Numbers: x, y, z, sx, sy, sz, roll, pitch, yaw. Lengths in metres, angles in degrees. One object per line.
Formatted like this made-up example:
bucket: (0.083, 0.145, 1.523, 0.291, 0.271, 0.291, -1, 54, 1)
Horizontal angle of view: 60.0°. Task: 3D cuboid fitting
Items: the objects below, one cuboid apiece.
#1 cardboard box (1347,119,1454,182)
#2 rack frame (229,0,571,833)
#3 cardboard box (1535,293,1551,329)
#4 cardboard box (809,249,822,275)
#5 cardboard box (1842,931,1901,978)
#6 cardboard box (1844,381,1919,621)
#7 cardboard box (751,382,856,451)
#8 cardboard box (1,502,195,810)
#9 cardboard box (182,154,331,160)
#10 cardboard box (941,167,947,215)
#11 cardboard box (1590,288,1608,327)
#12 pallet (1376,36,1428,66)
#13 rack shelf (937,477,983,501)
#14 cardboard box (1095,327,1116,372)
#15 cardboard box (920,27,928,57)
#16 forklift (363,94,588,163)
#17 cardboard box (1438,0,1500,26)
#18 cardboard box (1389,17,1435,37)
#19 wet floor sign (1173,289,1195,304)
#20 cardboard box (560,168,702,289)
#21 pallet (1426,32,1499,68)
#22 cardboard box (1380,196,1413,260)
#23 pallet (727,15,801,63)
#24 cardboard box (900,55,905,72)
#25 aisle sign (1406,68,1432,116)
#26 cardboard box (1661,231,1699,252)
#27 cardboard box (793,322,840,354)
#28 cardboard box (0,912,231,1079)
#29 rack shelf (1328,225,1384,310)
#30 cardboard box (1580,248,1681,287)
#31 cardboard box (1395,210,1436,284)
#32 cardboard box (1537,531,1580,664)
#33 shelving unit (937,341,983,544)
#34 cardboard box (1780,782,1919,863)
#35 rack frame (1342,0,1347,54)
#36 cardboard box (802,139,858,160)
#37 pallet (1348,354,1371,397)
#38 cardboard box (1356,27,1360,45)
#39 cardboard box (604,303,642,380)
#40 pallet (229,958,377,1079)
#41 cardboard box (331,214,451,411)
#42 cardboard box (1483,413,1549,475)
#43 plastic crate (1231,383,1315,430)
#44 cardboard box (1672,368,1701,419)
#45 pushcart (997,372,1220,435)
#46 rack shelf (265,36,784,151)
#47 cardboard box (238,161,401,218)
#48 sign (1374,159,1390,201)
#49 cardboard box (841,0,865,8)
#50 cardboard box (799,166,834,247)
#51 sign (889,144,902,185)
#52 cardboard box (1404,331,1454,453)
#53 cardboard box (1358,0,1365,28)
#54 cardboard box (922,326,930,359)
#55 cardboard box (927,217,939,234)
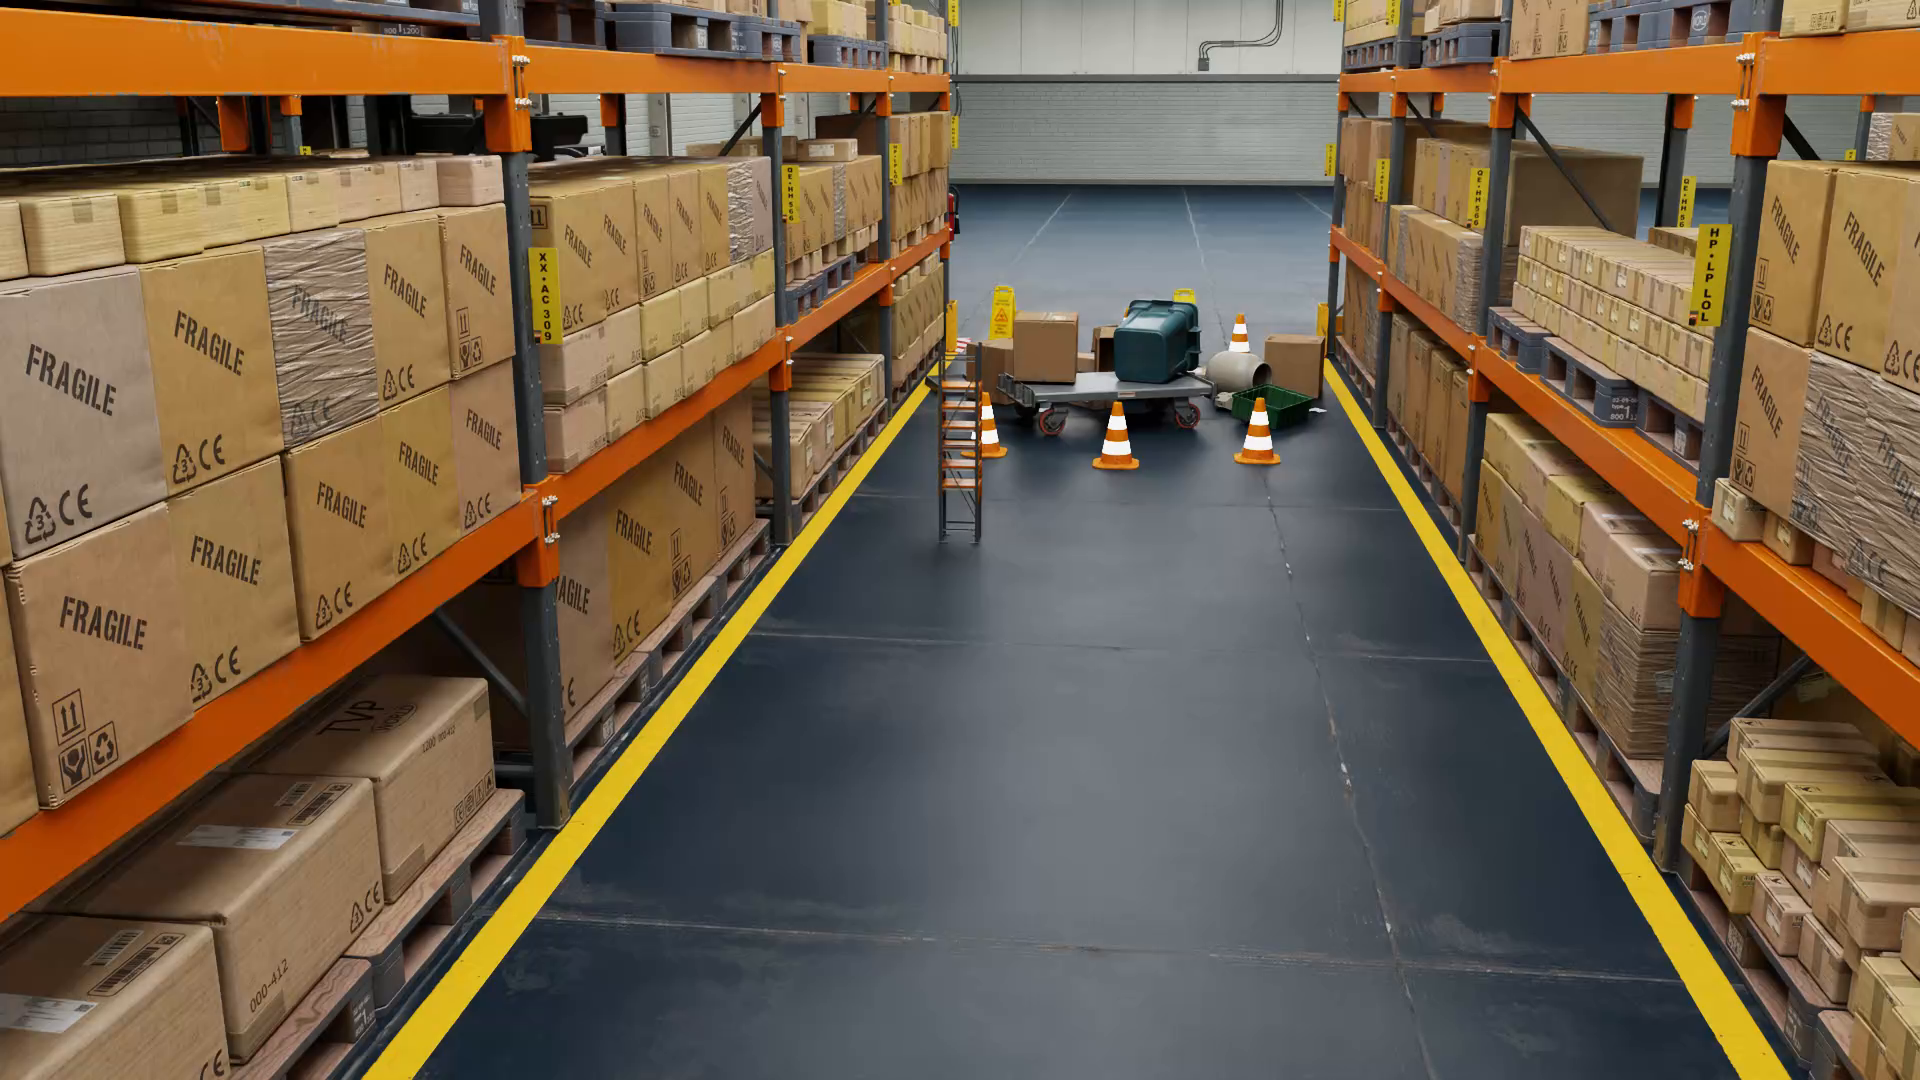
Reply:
cardboard box: (4.065, -3.599, 15.370, 0.875, 0.550, 0.550, 2, 15, 6)
rack frame: (-1.970, -0.395, 5.875, 1.000, 3.000, 0.127, 2, 15, 6)
cardboard box: (3.100, -1.144, 8.324, 0.380, 0.149, 0.250, 2, 15, 9)
cardboard box: (-1.104, -1.805, 10.768, 0.380, 0.149, 0.250, 2, 15, 7)
cardboard box: (2.582, 1.113, 4.388, 0.380, 0.149, 0.250, 2, 15, 9)
cardboard box: (2.512, -0.088, 3.979, 0.500, 0.500, 0.500, 1, 15, 5)
cardboard box: (-1.279, -0.901, 11.976, 0.950, 0.372, 0.625, 2, 15, 8)
cardboard box: (-1.977, 0.215, 3.428, 0.500, 0.500, 0.500, 2, 15, 6)
cardboard box: (-2.264, -1.164, 5.372, 0.380, 0.149, 0.250, 1, 15, 5)
cardboard box: (-0.404, -3.550, 16.782, 0.500, 0.500, 0.500, 1, 15, 5)
cardboard box: (2.987, -1.014, 7.272, 0.380, 0.149, 0.250, 2, 15, 8)
pallet: (3.965, -3.967, 13.510, 1.003, 0.211, 1.213, 2, 15, 6)
rack shelf: (0.002, -0.308, 10.094, 0.258, 0.103, 0.180, 2, 15, 6)
cardboard box: (1.604, -1.594, 14.835, 0.797, 0.637, 0.503, 2, 15, 6)
cardboard box: (-0.572, -4.489, 14.989, 0.500, 0.250, 0.500, 2, 15, 7)
forklift: (-3.001, -1.657, 10.676, 1.130, 2.935, 3.031, 2, 15, 7)
cardboard box: (3.329, -3.519, 10.495, 0.500, 0.500, 0.500, 2, 15, 6)
cardboard box: (3.586, -4.032, 13.064, 0.380, 0.149, 0.250, 2, 15, 6)
wet floor sign: (2.350, -2.317, 17.493, 0.267, 0.644, 0.232, -1, 15, -3)
cardboard box: (-1.494, -1.428, 7.590, 0.500, 0.500, 0.500, 1, 15, 5)
pallet: (3.554, -3.128, 10.599, 1.003, 0.211, 1.213, 2, 15, 9)
cardboard box: (3.892, -2.518, 13.442, 0.875, 0.550, 0.550, 2, 15, 6)
pallet: (-1.539, -2.620, 8.721, 1.213, 0.211, 1.003, 2, 15, 9)
cardboard box: (-0.676, -4.136, 14.447, 0.380, 0.149, 0.250, 1, 15, 5)
aisle sign: (4.620, -4.652, 16.639, 0.394, 0.787, 0.004, 2, 15, 6)
cardboard box: (3.781, -1.475, 8.409, 0.380, 0.149, 0.250, 2, 15, 6)
cardboard box: (-1.267, -1.868, 14.351, 0.500, 0.500, 0.500, 1, 15, 5)
cardboard box: (-2.351, 1.265, 3.840, 0.875, 0.438, 0.875, 2, 15, 8)
rack shelf: (4.088, -2.521, 15.118, 1.077, 0.370, 4.000, 2, 15, 6)
cardboard box: (3.020, -1.226, 7.487, 0.380, 0.149, 0.250, 2, 15, 8)
cardboard box: (3.479, -2.139, 12.133, 0.500, 0.500, 0.500, 2, 15, 7)
cardboard box: (2.913, 0.264, 7.425, 0.500, 0.500, 0.500, 1, 15, 5)
shelving unit: (0.002, -0.583, 10.019, 0.258, 1.200, 0.189, 2, 15, 6)
cardboard box: (2.645, 0.831, 4.859, 0.380, 0.149, 0.250, 1, 15, 5)
rack frame: (4.314, -6.283, 16.159, 1.000, 3.000, 0.127, 2, 15, 6)
cardboard box: (-0.960, -2.872, 12.227, 0.380, 0.149, 0.250, 1, 15, 5)
pallet: (4.161, -1.516, 15.364, 1.003, 0.211, 1.213, 2, 15, 6)
cardboard box: (3.843, -4.624, 15.253, 0.380, 0.149, 0.250, 2, 15, 6)
cardboard box: (-1.609, -0.805, 6.724, 0.500, 0.250, 0.500, 2, 15, 7)
pallet: (-2.269, 1.464, 4.345, 1.003, 0.211, 1.213, 2, 15, 6)
cardboard box: (-1.814, -0.664, 4.763, 0.500, 0.500, 0.500, 1, 15, 5)
cardboard box: (3.093, -0.499, 8.808, 0.500, 0.250, 0.500, 1, 15, 4)
plastic crate: (2.580, -1.104, 13.775, 0.450, 0.188, 0.662, 22, 25, 31)
cardboard box: (2.836, -0.533, 6.062, 0.380, 0.149, 0.250, 2, 15, 7)
pushcart: (1.204, -1.149, 13.690, 1.648, 0.377, 0.936, -4, 16, -13)
rack shelf: (-1.744, -2.014, 7.496, 1.077, 0.370, 4.000, 2, 15, 6)
cardboard box: (-1.864, -1.020, 4.837, 0.380, 0.149, 0.250, 2, 15, 6)
sign: (3.311, -2.822, 13.042, 0.100, 0.325, 0.005, 2, 15, 6)
cardboard box: (-1.006, -4.135, 12.486, 0.500, 0.250, 0.500, 2, 15, 8)
cardboard box: (-1.133, -2.210, 11.022, 0.500, 0.500, 0.500, 2, 15, 7)
sign: (-0.516, -3.013, 13.340, 0.100, 0.325, 0.005, 2, 15, 6)
cardboard box: (3.769, -1.053, 11.815, 1.050, 0.750, 0.750, 2, 15, 6)
cardboard box: (3.892, -4.777, 15.058, 0.500, 0.250, 0.500, 2, 15, 6)
cardboard box: (-0.560, -1.895, 15.886, 0.500, 0.250, 0.500, 1, 15, 4)
cardboard box: (-0.413, -3.080, 16.287, 0.380, 0.149, 0.250, 2, 15, 7)
